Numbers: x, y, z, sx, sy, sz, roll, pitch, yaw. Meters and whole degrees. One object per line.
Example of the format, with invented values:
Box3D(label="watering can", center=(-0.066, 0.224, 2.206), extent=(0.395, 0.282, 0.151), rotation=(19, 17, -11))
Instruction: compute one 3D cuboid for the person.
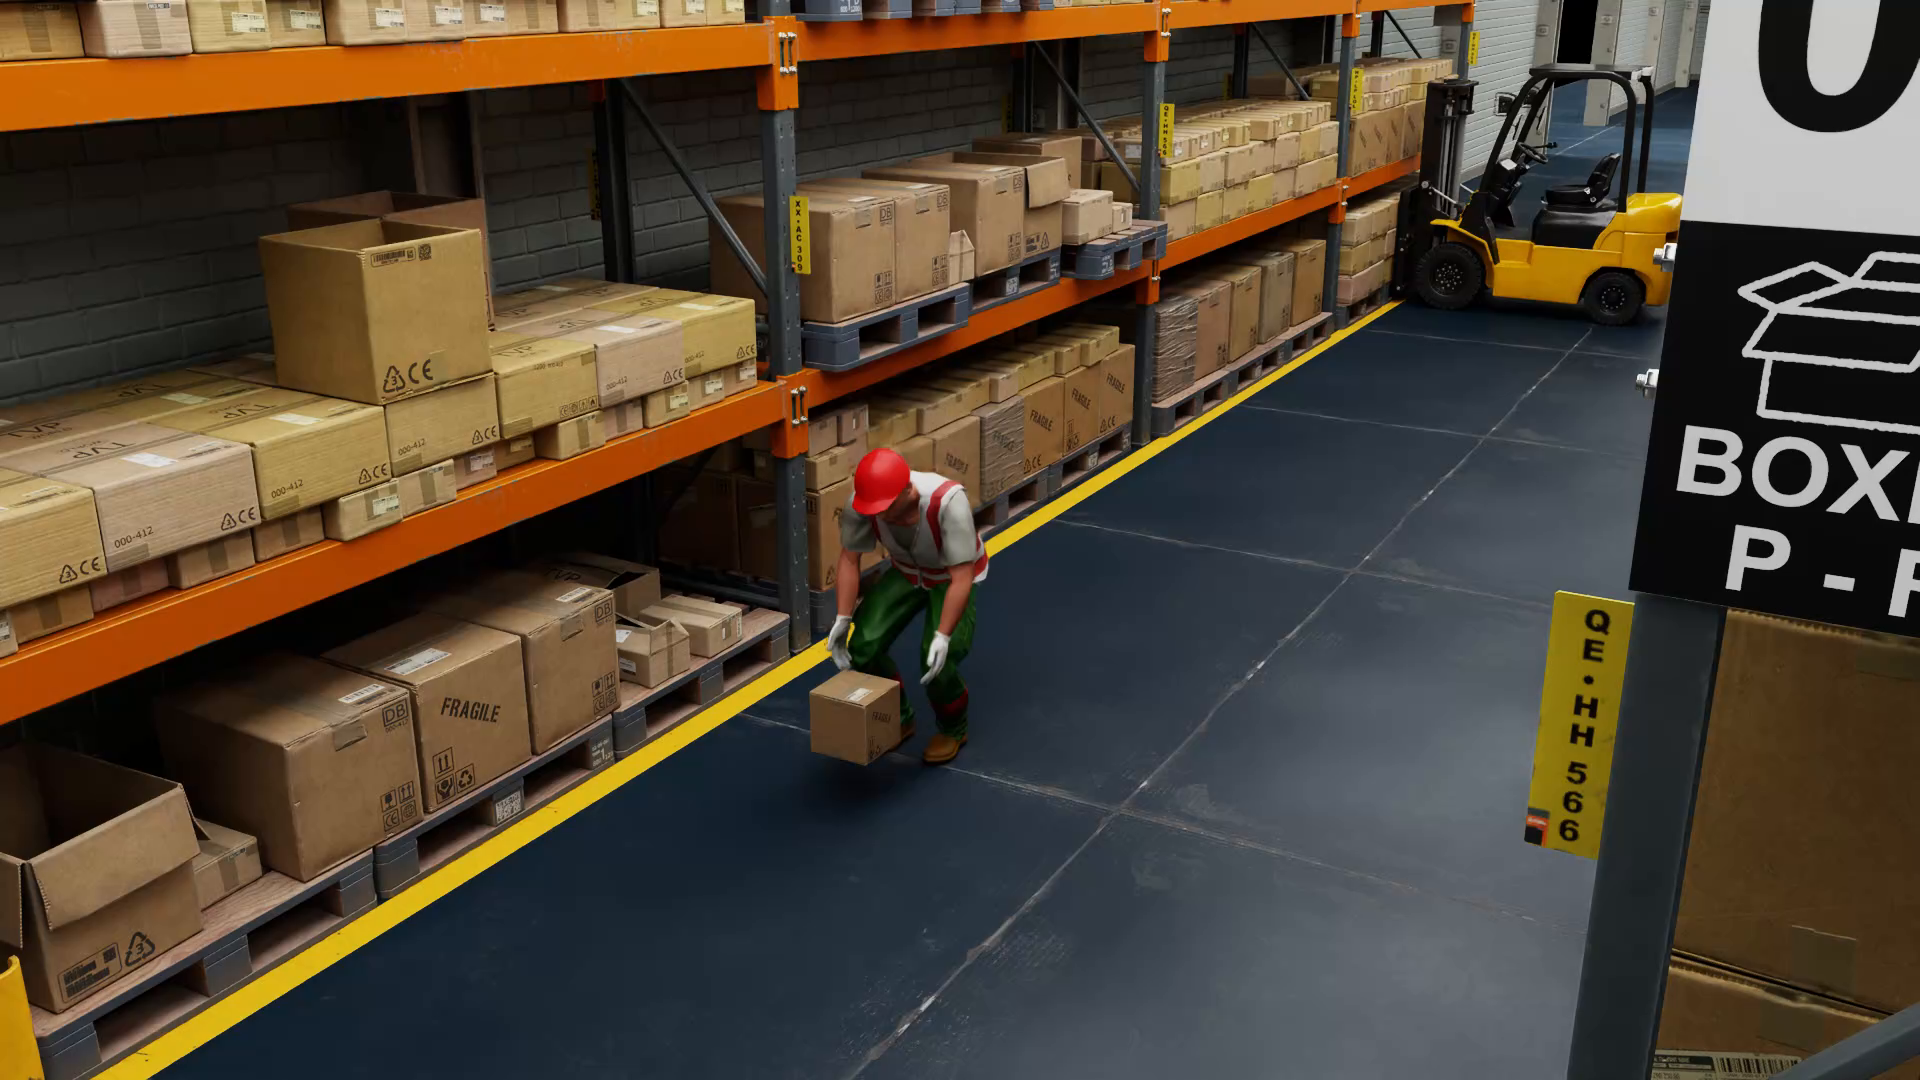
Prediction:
Box3D(label="person", center=(-0.163, 0.231, 6.530), extent=(0.585, 1.354, 0.793), rotation=(10, 22, 28))
